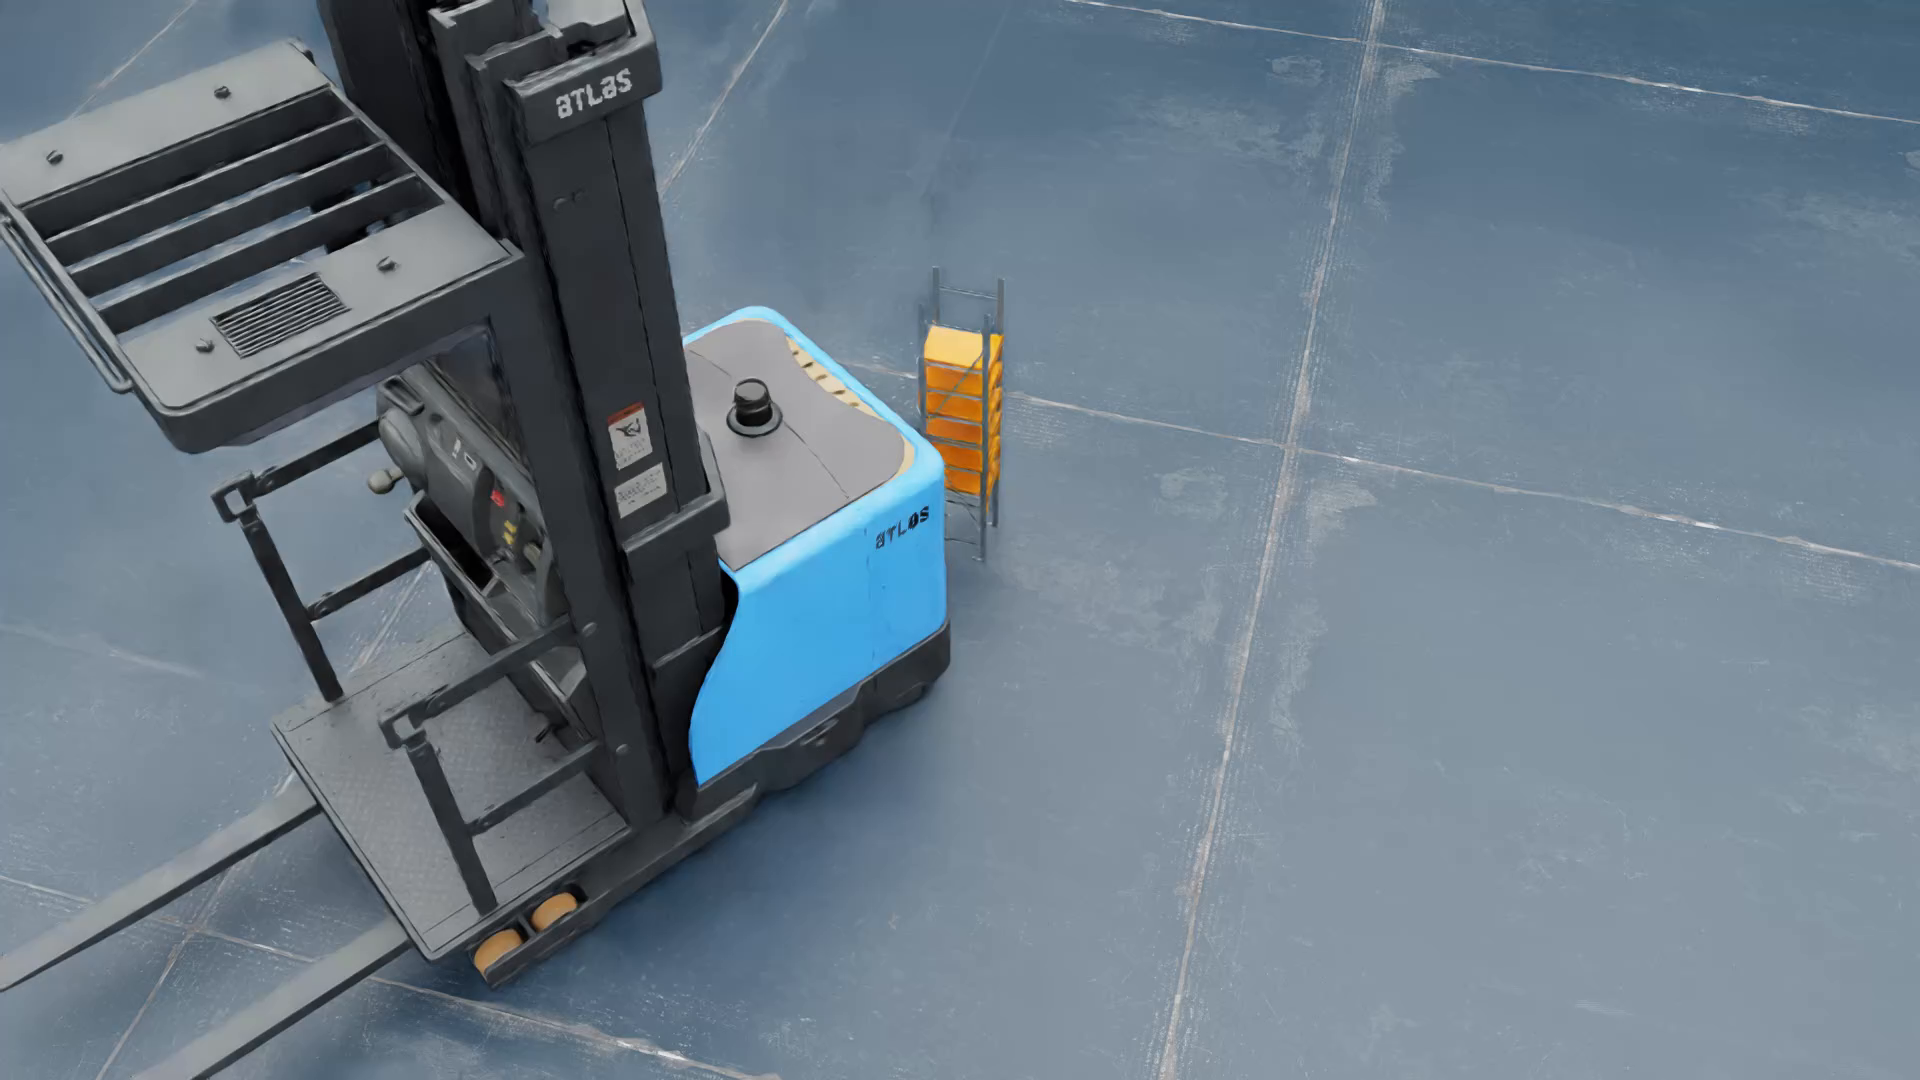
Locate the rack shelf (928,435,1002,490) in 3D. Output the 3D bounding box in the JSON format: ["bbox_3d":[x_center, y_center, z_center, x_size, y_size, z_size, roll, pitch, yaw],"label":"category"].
[{"bbox_3d":[0.004,-0.299,5.933,0.258,0.103,0.180,12,50,10],"label":"rack shelf"}]

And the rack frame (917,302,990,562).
[{"bbox_3d":[-0.020,-0.341,5.751,0.240,1.200,0.006,12,50,10],"label":"rack frame"}]

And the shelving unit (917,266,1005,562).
[{"bbox_3d":[0.004,-0.407,5.809,0.258,1.200,0.189,12,50,10],"label":"shelving unit"}]

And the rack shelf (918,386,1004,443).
[{"bbox_3d":[0.004,-0.458,5.753,0.258,0.103,0.180,12,50,10],"label":"rack shelf"}]

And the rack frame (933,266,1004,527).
[{"bbox_3d":[0.028,-0.474,5.868,0.240,1.200,0.006,12,50,10],"label":"rack frame"}]

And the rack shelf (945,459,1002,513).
[{"bbox_3d":[0.004,-0.219,6.023,0.258,0.103,0.180,12,50,10],"label":"rack shelf"}]

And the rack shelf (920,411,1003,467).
[{"bbox_3d":[0.004,-0.378,5.843,0.258,0.103,0.180,12,50,10],"label":"rack shelf"}]

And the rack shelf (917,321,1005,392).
[{"bbox_3d":[0.004,-0.616,5.573,0.258,0.103,0.180,12,50,10],"label":"rack shelf"}]

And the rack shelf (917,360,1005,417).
[{"bbox_3d":[0.004,-0.537,5.663,0.258,0.103,0.180,12,50,10],"label":"rack shelf"}]

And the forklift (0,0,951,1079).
[{"bbox_3d":[-1.487,-0.076,4.362,3.031,2.935,1.130,-32,56,-25],"label":"forklift"}]
